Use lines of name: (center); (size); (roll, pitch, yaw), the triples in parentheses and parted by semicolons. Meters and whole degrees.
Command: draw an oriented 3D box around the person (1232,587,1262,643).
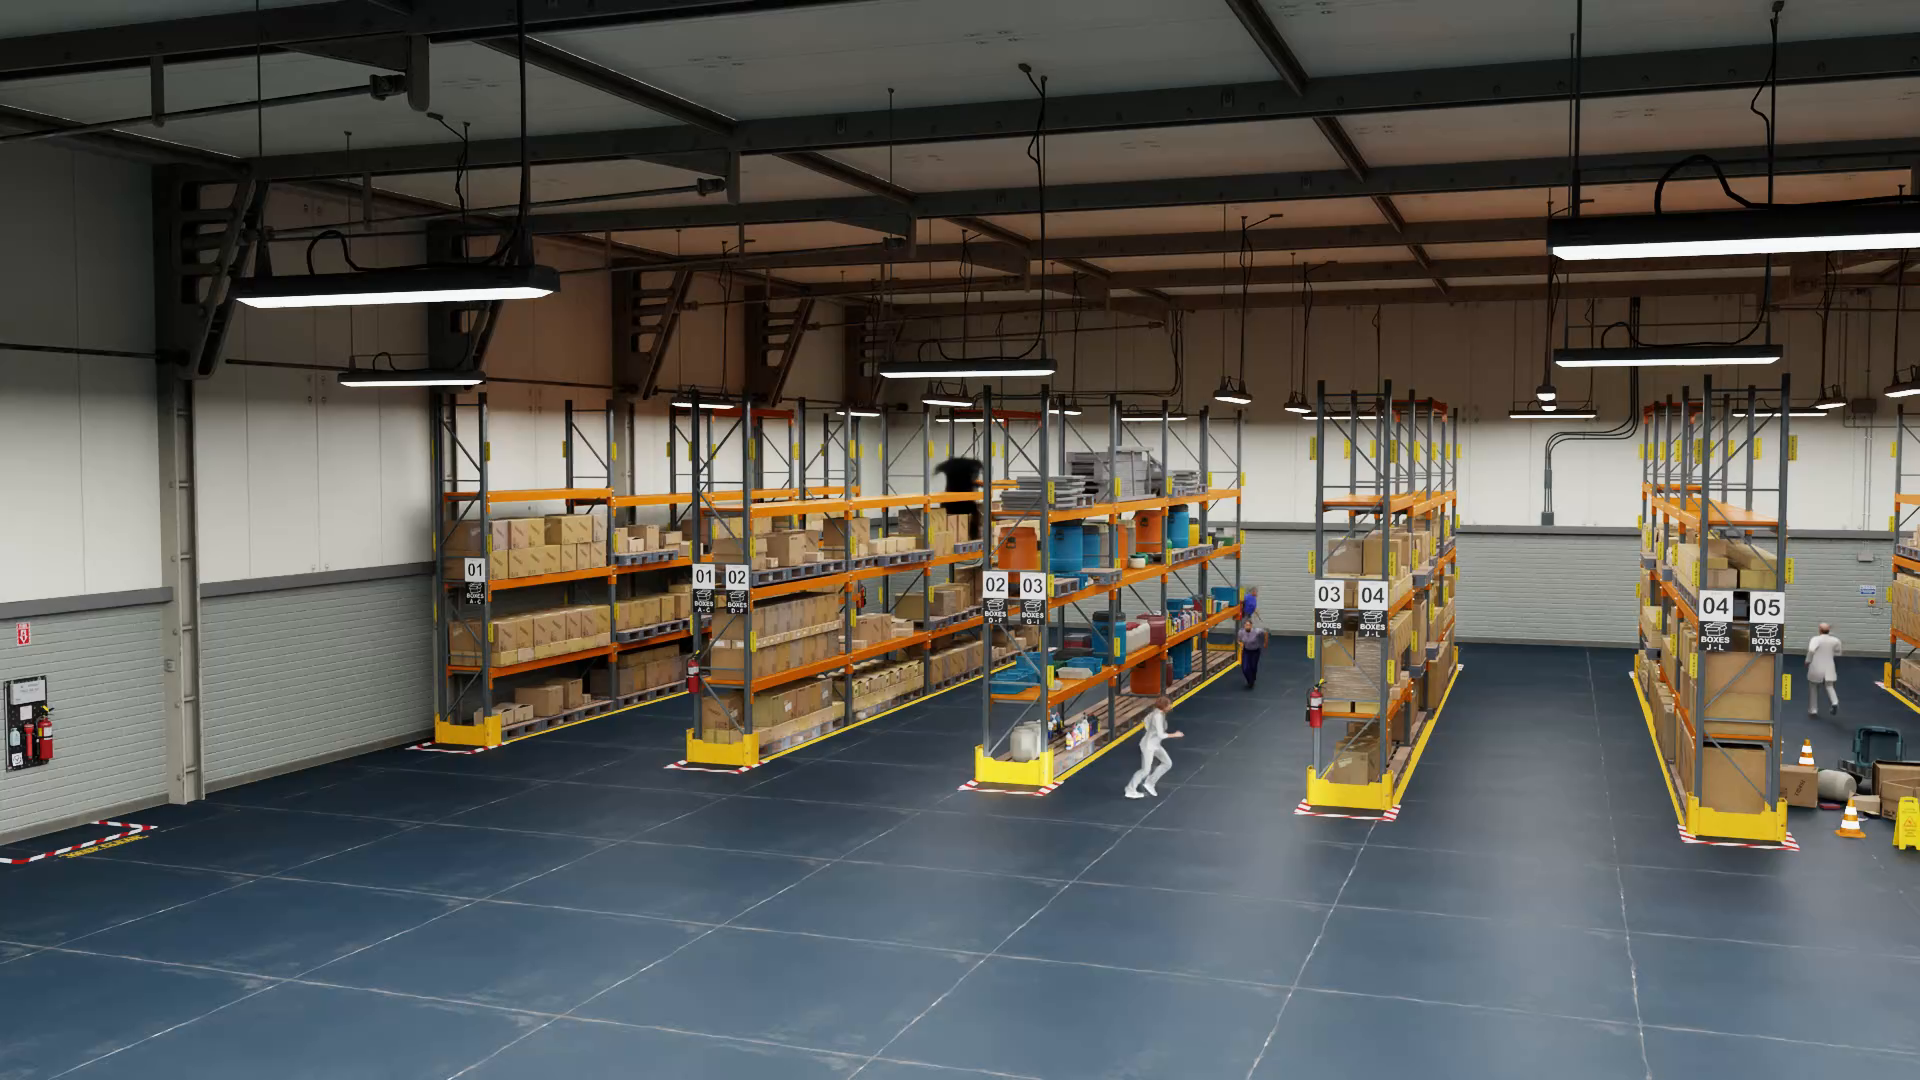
person: (7.267, 1.975, 42.181); (0.586, 1.565, 0.667); (-3, 4, -43)

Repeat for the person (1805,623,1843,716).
person: (16.236, 2.427, 31.271); (0.691, 1.752, 1.063); (1, 3, 9)

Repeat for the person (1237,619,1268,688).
person: (6.147, 2.398, 35.002); (0.635, 1.491, 0.769); (1, 3, 19)

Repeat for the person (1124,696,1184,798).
person: (2.791, 2.965, 23.849); (0.862, 1.497, 0.529); (1, 3, 18)
